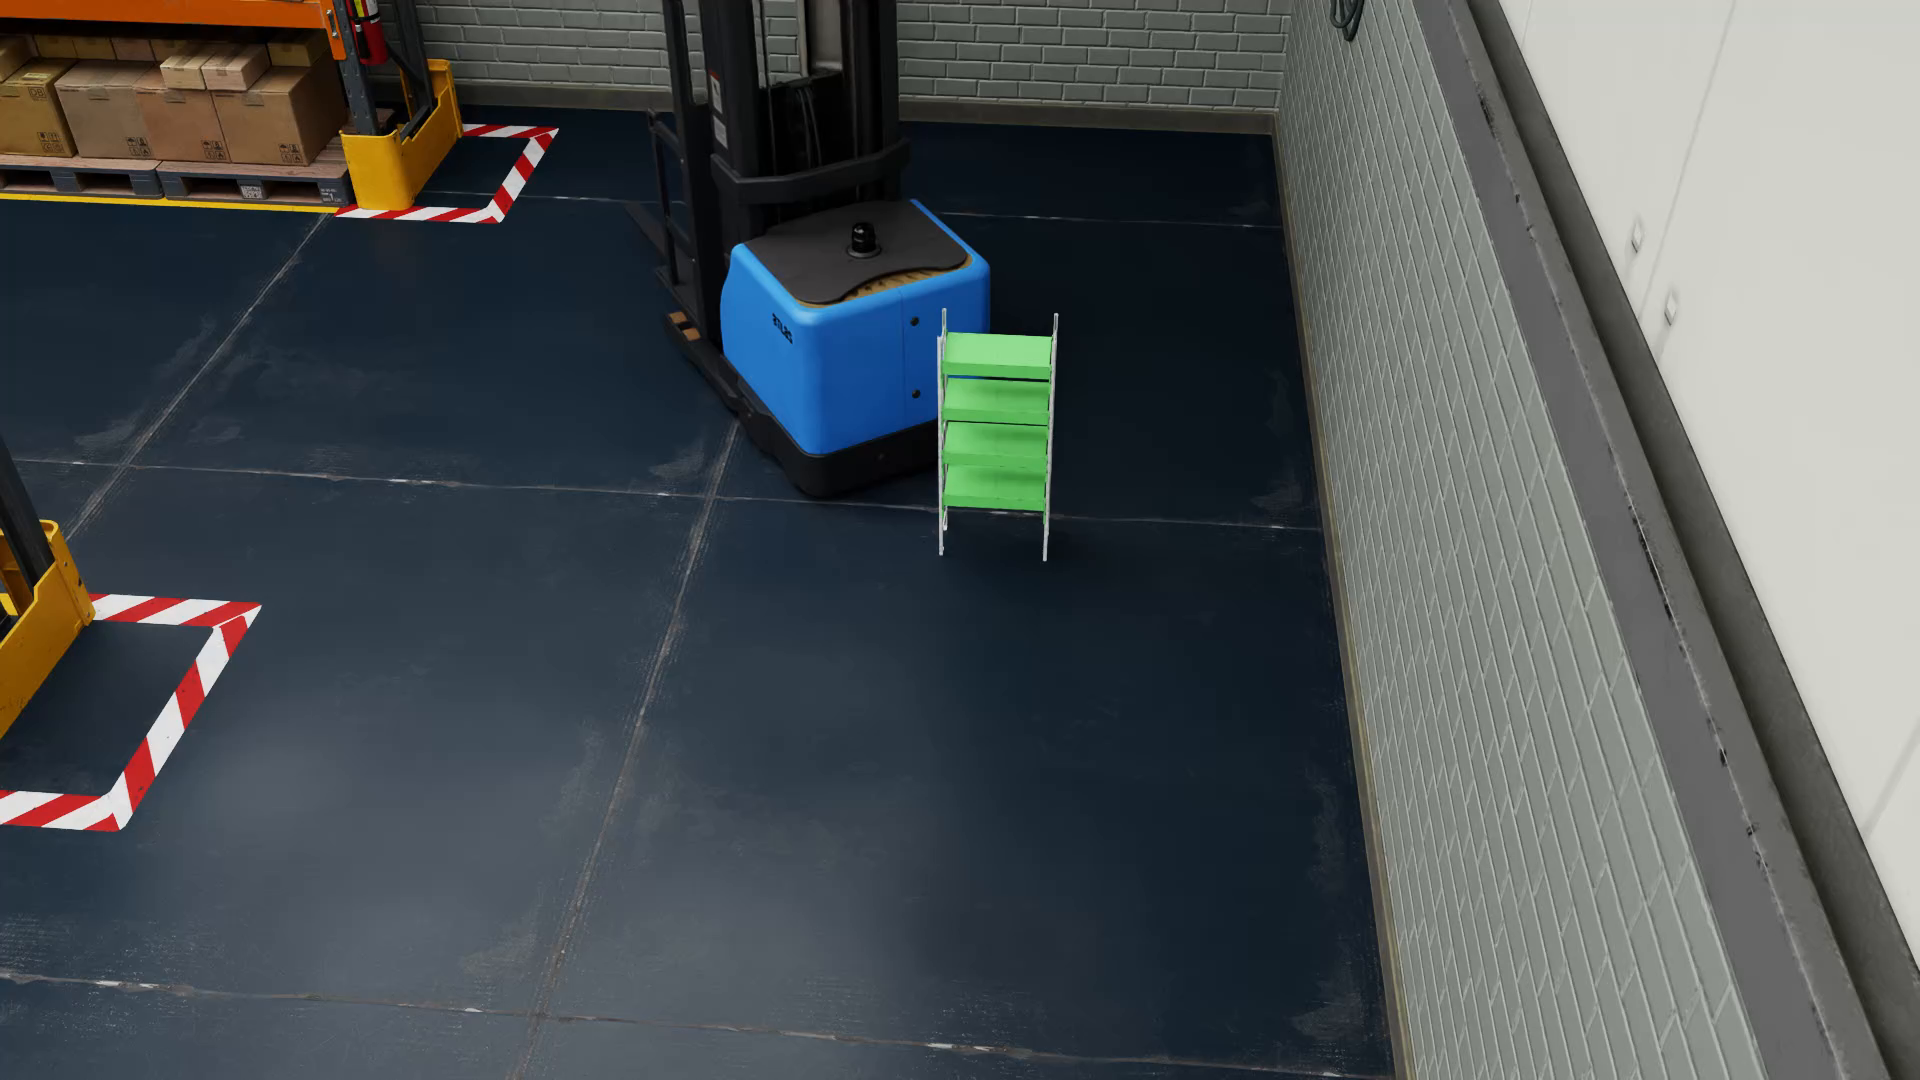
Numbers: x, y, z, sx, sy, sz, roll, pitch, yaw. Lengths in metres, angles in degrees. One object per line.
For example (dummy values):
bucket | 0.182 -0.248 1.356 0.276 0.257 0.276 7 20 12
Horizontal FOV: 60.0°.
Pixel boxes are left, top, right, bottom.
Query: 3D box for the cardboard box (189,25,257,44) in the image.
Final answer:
cardboard box | -4.687 -3.176 10.580 0.250 0.149 0.380 3 39 4

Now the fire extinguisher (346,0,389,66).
fire extinguisher | -3.508 -3.137 9.754 0.183 0.674 0.296 3 39 4

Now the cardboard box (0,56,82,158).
cardboard box | -5.855 -2.857 10.702 0.500 0.500 0.700 4 39 5

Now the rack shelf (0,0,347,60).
rack shelf | -5.611 -3.440 10.340 4.000 0.370 1.077 3 39 4

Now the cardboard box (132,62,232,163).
cardboard box | -4.822 -2.805 10.639 0.500 0.500 0.700 3 39 4

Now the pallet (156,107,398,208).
pallet | -4.421 -2.522 10.852 1.213 0.211 1.003 3 39 4

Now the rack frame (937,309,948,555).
rack frame | -0.078 -0.470 7.547 0.015 1.200 0.240 3 39 4

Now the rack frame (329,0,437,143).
rack frame | -3.618 -3.610 9.979 0.127 3.000 1.000 3 39 4

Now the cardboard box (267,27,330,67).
cardboard box | -4.182 -3.149 10.546 0.250 0.149 0.380 3 39 4

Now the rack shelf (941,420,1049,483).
rack shelf | 0.165 -0.407 7.571 0.480 0.148 0.258 3 39 4

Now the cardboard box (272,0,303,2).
cardboard box | -4.127 -3.747 9.911 0.700 0.700 0.980 5 39 6

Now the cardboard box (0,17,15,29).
cardboard box | -6.206 -3.259 10.681 0.250 0.149 0.380 2 39 2

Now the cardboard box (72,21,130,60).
cardboard box | -5.445 -3.217 10.630 0.250 0.149 0.380 4 39 4

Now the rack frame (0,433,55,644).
rack frame | -4.042 -0.494 6.151 0.127 3.000 1.000 3 39 4

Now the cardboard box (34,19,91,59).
cardboard box | -5.698 -3.231 10.647 0.250 0.149 0.380 2 39 3

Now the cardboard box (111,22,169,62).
cardboard box | -5.190 -3.203 10.613 0.250 0.149 0.380 4 39 4

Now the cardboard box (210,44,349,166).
cardboard box | -4.324 -2.778 10.605 0.500 0.500 0.700 3 39 4

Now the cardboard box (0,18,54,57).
cardboard box | -5.955 -3.244 10.664 0.250 0.149 0.380 4 39 4

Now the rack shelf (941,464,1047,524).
rack shelf | 0.165 -0.221 7.722 0.480 0.148 0.258 3 39 4

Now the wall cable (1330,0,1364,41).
wall cable | 1.986 -4.199 8.411 0.112 2.526 3.097 3 39 4

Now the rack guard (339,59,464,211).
rack guard | -3.594 -2.639 10.766 0.348 0.500 1.175 3 39 4

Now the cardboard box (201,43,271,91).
cardboard box | -4.468 -2.922 10.268 0.250 0.149 0.380 3 39 3

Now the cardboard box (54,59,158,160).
cardboard box | -5.324 -2.832 10.672 0.500 0.500 0.700 2 39 2

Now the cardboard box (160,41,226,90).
cardboard box | -4.722 -2.936 10.285 0.250 0.149 0.380 4 39 5

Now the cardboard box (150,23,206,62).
cardboard box | -4.936 -3.190 10.597 0.250 0.149 0.380 3 39 4

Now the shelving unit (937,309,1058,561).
shelving unit | 0.165 -0.456 7.531 0.503 1.200 0.258 3 39 4

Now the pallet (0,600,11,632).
pallet | -4.912 0.541 7.089 1.213 0.211 1.003 3 39 4

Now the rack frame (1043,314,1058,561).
rack frame | 0.408 -0.443 7.514 0.015 1.200 0.240 3 39 4

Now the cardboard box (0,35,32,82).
cardboard box | -6.021 -3.006 10.370 0.250 0.149 0.380 2 39 3

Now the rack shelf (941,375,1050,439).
rack shelf | 0.165 -0.593 7.419 0.480 0.148 0.258 3 39 4

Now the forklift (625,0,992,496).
forklift | -0.998 -2.264 8.380 1.130 2.935 3.031 -19 43 -22

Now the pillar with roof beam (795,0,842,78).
pillar with roof beam | -1.225 -3.626 5.247 0.400 9.000 9.100 3 39 4

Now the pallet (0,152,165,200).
pallet | -5.633 -2.591 10.936 1.213 0.211 1.003 3 39 4

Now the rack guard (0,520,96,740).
rack guard | -4.117 0.471 6.945 0.348 0.500 1.175 3 39 4

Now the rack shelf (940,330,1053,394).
rack shelf | 0.165 -0.779 7.268 0.480 0.148 0.258 3 39 4
